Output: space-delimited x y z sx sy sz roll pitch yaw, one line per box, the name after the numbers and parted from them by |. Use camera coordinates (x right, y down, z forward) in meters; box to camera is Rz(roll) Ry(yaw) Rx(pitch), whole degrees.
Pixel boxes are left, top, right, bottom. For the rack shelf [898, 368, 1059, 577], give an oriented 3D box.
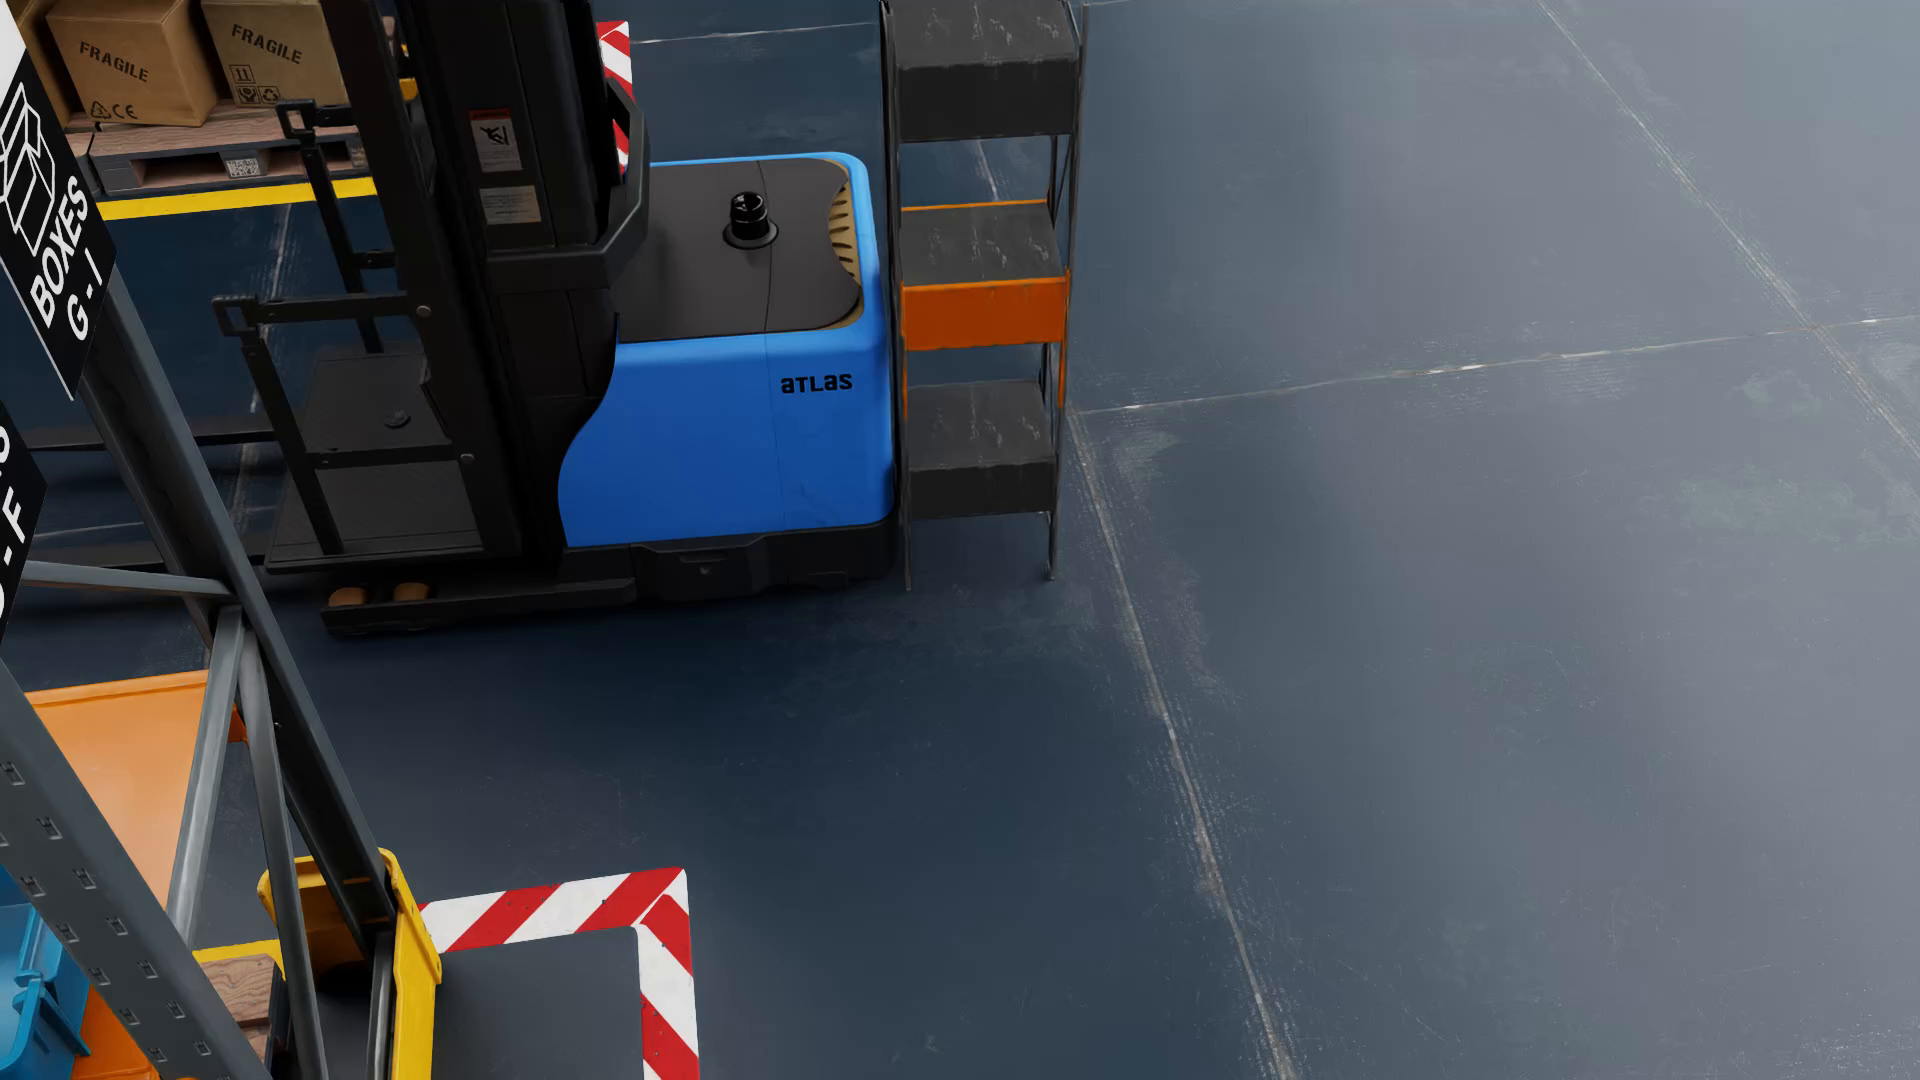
0.050 -0.222 5.496 0.480 0.518 0.431 -4 46 -4 | rack shelf

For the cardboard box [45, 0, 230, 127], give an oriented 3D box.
-3.499 -2.144 7.177 0.500 0.500 0.500 4 46 4 | cardboard box

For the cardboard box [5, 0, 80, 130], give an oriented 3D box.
-4.119 -2.081 7.116 0.500 0.500 0.500 -3 46 -3 | cardboard box

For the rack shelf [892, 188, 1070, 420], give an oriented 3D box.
0.050 -0.707 4.992 0.480 0.518 0.431 -4 46 -4 | rack shelf

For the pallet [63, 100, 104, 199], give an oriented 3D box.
-4.379 -1.830 7.366 1.213 0.211 1.003 -7 46 -7 | pallet

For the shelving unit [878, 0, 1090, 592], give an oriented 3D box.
0.050 -0.717 4.983 0.503 2.100 0.431 -4 46 -4 | shelving unit

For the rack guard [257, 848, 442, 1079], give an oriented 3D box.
-1.520 1.396 4.058 0.348 0.500 1.175 -7 46 -7 | rack guard

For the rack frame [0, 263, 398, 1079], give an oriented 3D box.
-1.453 0.486 3.199 0.127 3.000 1.000 -7 46 -7 | rack frame

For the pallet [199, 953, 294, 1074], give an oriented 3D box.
-2.322 1.592 4.069 1.213 0.211 1.003 -7 46 -7 | pallet

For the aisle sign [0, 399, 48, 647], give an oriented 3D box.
-1.332 -0.214 2.068 0.004 0.787 0.394 -7 46 -7 | aisle sign

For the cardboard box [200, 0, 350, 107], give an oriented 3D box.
-2.916 -2.242 7.272 0.500 0.500 0.500 1 46 1 | cardboard box

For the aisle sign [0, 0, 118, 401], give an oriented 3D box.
-1.432 -0.633 2.471 0.004 0.787 0.394 -7 46 -7 | aisle sign

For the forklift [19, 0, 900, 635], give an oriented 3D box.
-1.755 -1.107 4.782 3.031 2.935 1.130 -5 46 -4 | forklift

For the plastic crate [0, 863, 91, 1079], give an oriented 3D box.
-1.895 0.811 2.989 0.616 0.251 0.499 -7 46 -7 | plastic crate

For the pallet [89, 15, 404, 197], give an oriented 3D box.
-3.179 -1.977 7.508 1.213 0.211 1.003 -7 46 -7 | pallet

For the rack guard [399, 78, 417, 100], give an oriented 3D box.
-2.373 -2.152 7.476 0.348 0.500 1.175 -7 46 -7 | rack guard

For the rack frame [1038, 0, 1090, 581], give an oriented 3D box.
0.293 -0.735 5.000 0.015 2.100 0.400 -4 46 -4 | rack frame

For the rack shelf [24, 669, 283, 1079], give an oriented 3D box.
-3.424 0.981 3.221 4.000 0.370 1.077 -7 46 -7 | rack shelf

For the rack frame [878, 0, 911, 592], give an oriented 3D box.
-0.192 -0.699 4.965 0.015 2.100 0.400 -4 46 -4 | rack frame

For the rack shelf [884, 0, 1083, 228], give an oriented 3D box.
0.050 -1.193 4.488 0.480 0.518 0.431 -4 46 -4 | rack shelf
